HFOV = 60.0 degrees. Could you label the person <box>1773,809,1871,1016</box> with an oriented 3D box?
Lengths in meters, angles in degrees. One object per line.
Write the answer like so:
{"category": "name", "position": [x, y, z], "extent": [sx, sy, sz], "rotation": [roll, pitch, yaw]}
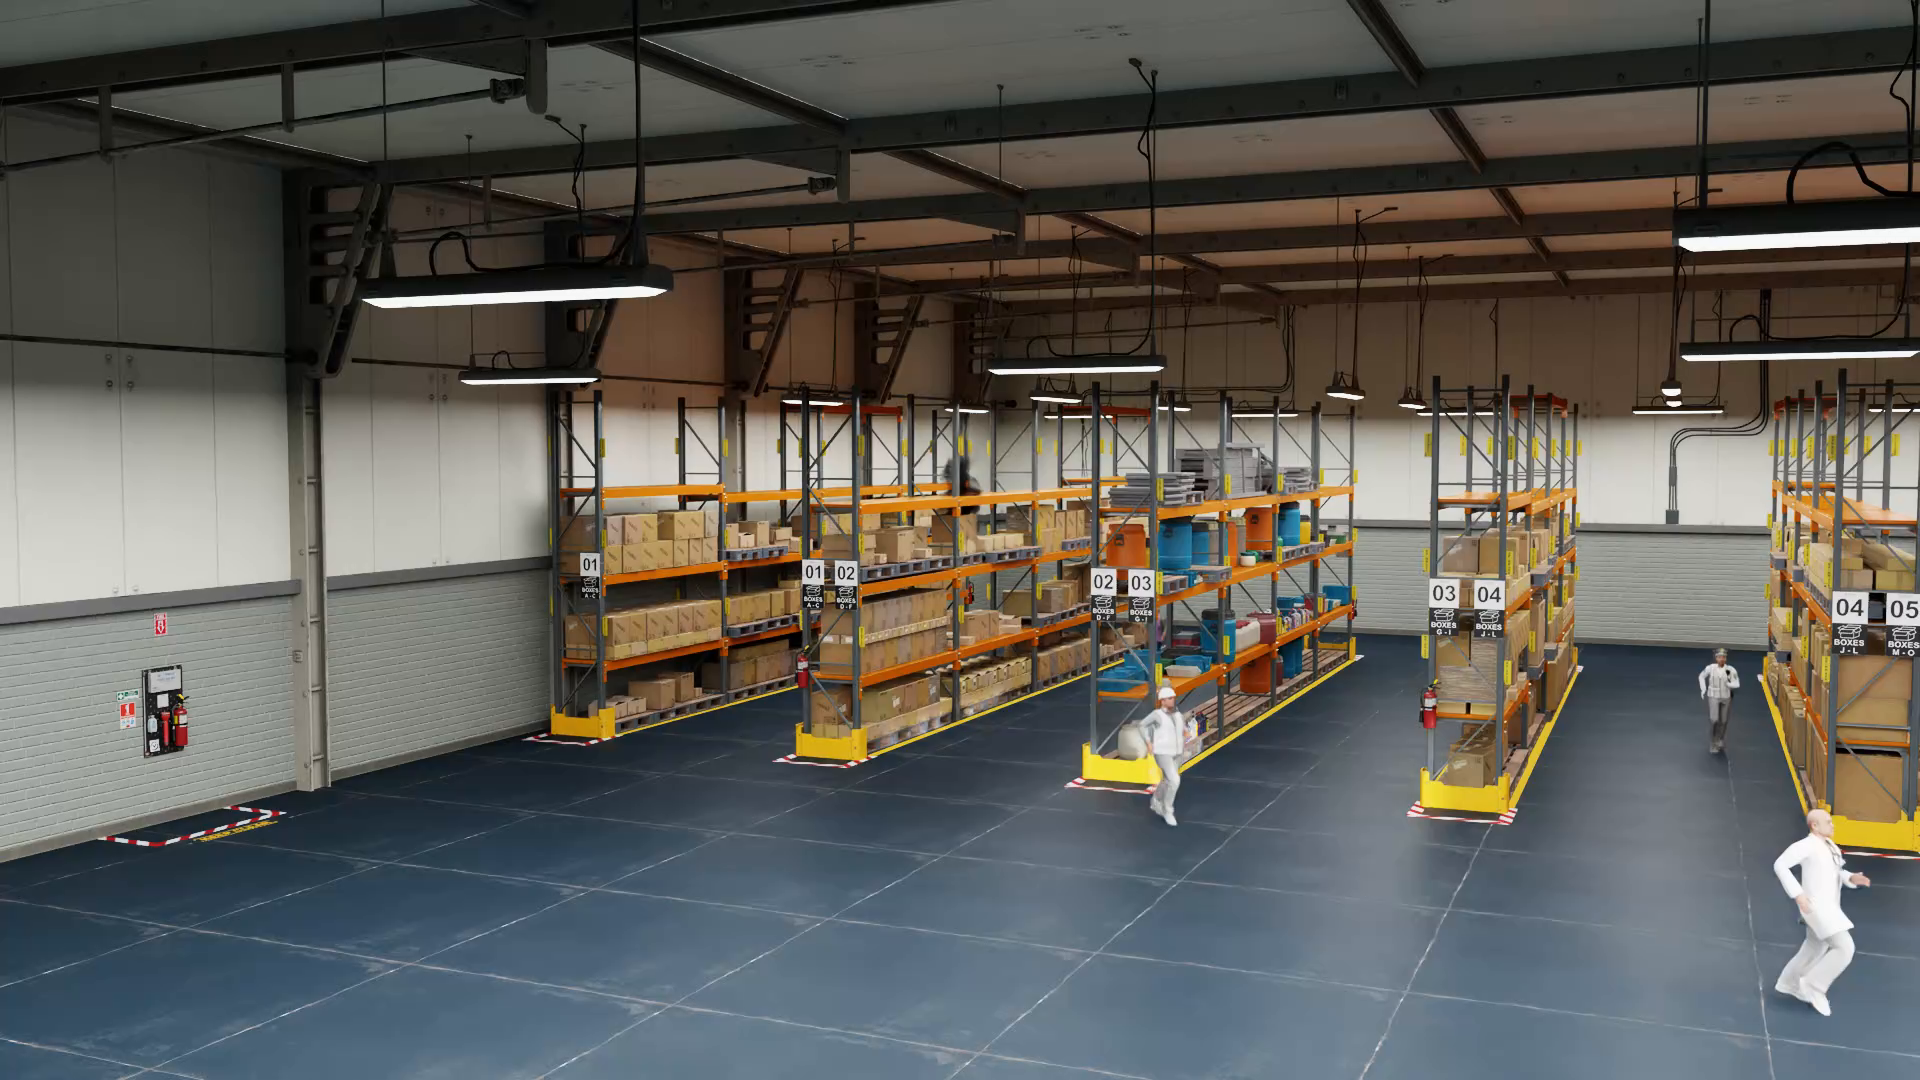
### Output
{"category": "person", "position": [7.667, 3.301, 14.797], "extent": [0.773, 1.800, 0.673], "rotation": [3, 4, 44]}

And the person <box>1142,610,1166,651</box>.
{"category": "person", "position": [4.248, 2.216, 36.329], "extent": [0.545, 1.558, 0.632], "rotation": [1, 3, 12]}

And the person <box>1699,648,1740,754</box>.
{"category": "person", "position": [12.501, 2.647, 27.379], "extent": [0.568, 1.749, 0.732], "rotation": [1, 3, 17]}

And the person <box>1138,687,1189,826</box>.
{"category": "person", "position": [2.780, 2.890, 22.283], "extent": [0.627, 1.831, 0.753], "rotation": [-3, 4, -39]}
